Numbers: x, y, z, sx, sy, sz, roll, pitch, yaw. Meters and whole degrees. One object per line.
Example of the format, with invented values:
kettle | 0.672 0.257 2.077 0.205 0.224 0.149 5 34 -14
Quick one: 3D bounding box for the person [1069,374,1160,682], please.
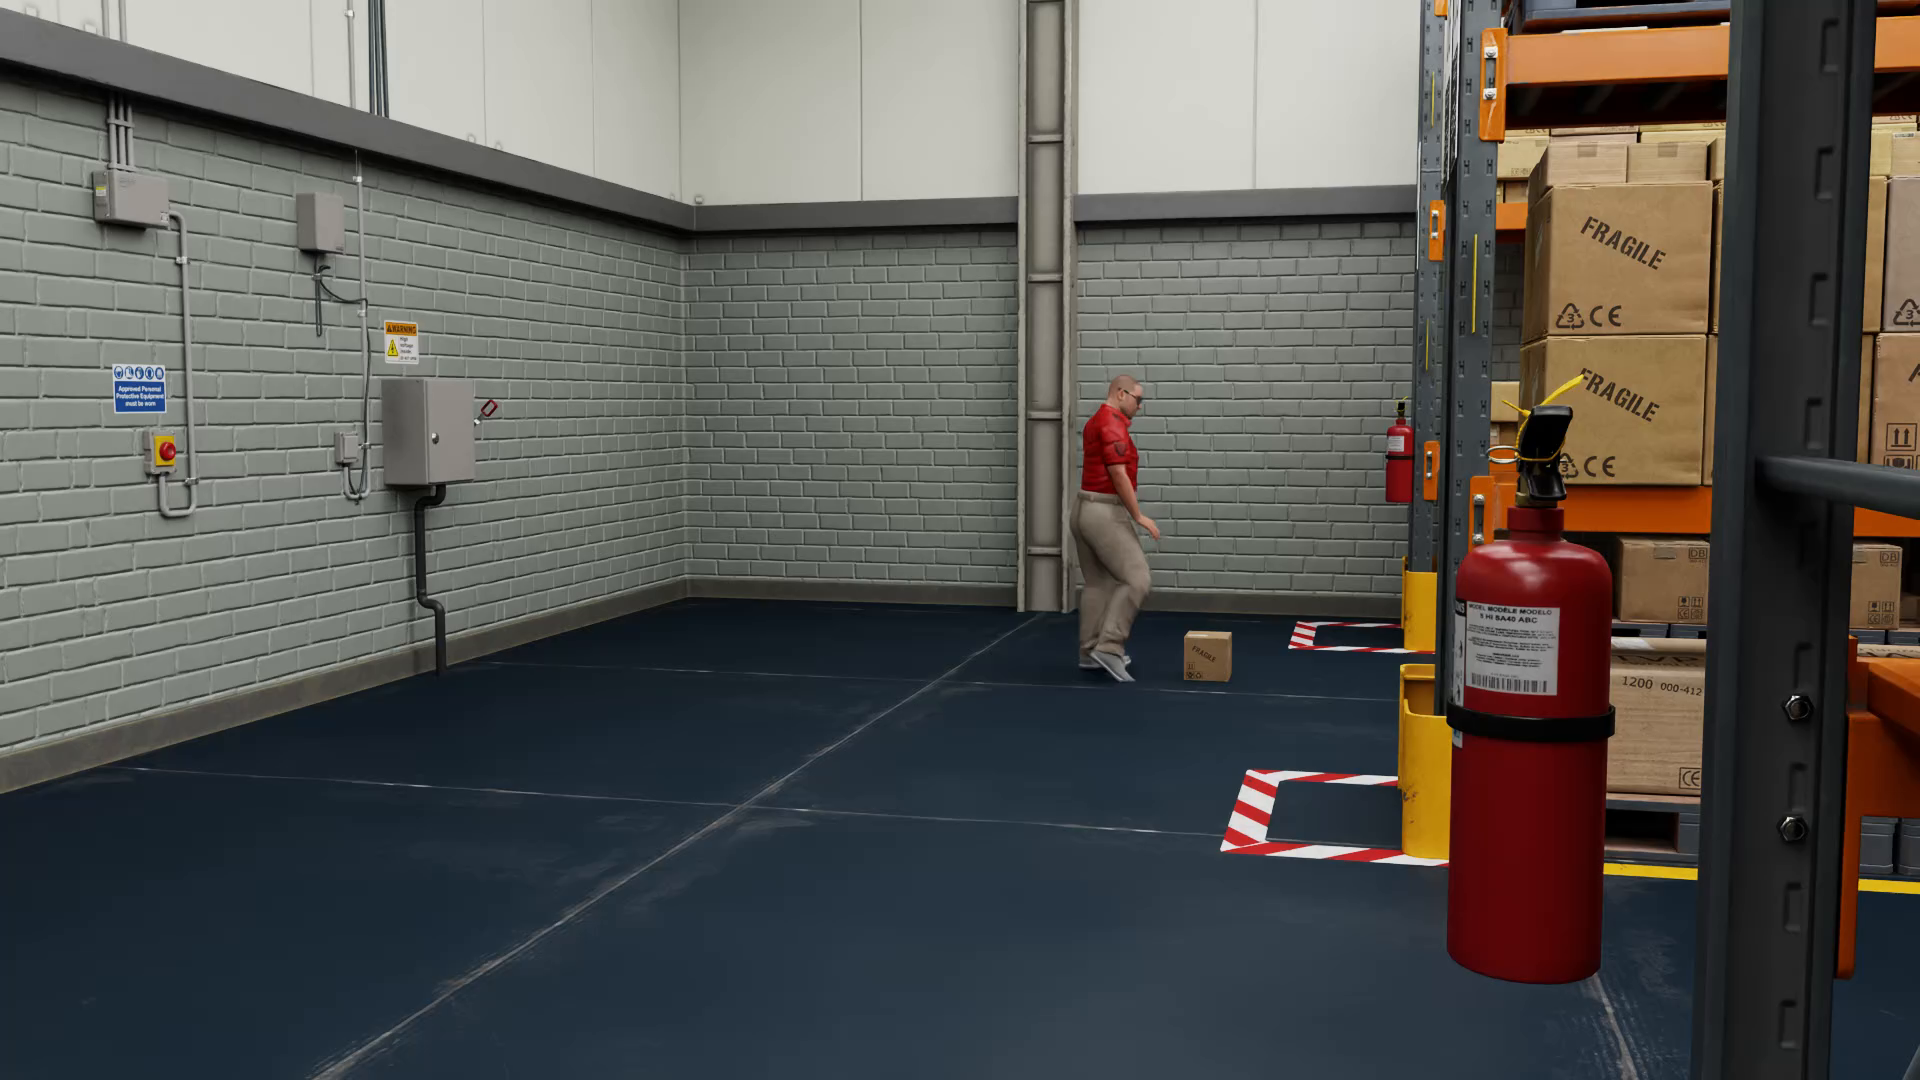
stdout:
person | 0.869 -0.056 9.582 0.440 1.790 0.571 -1 5 -12
